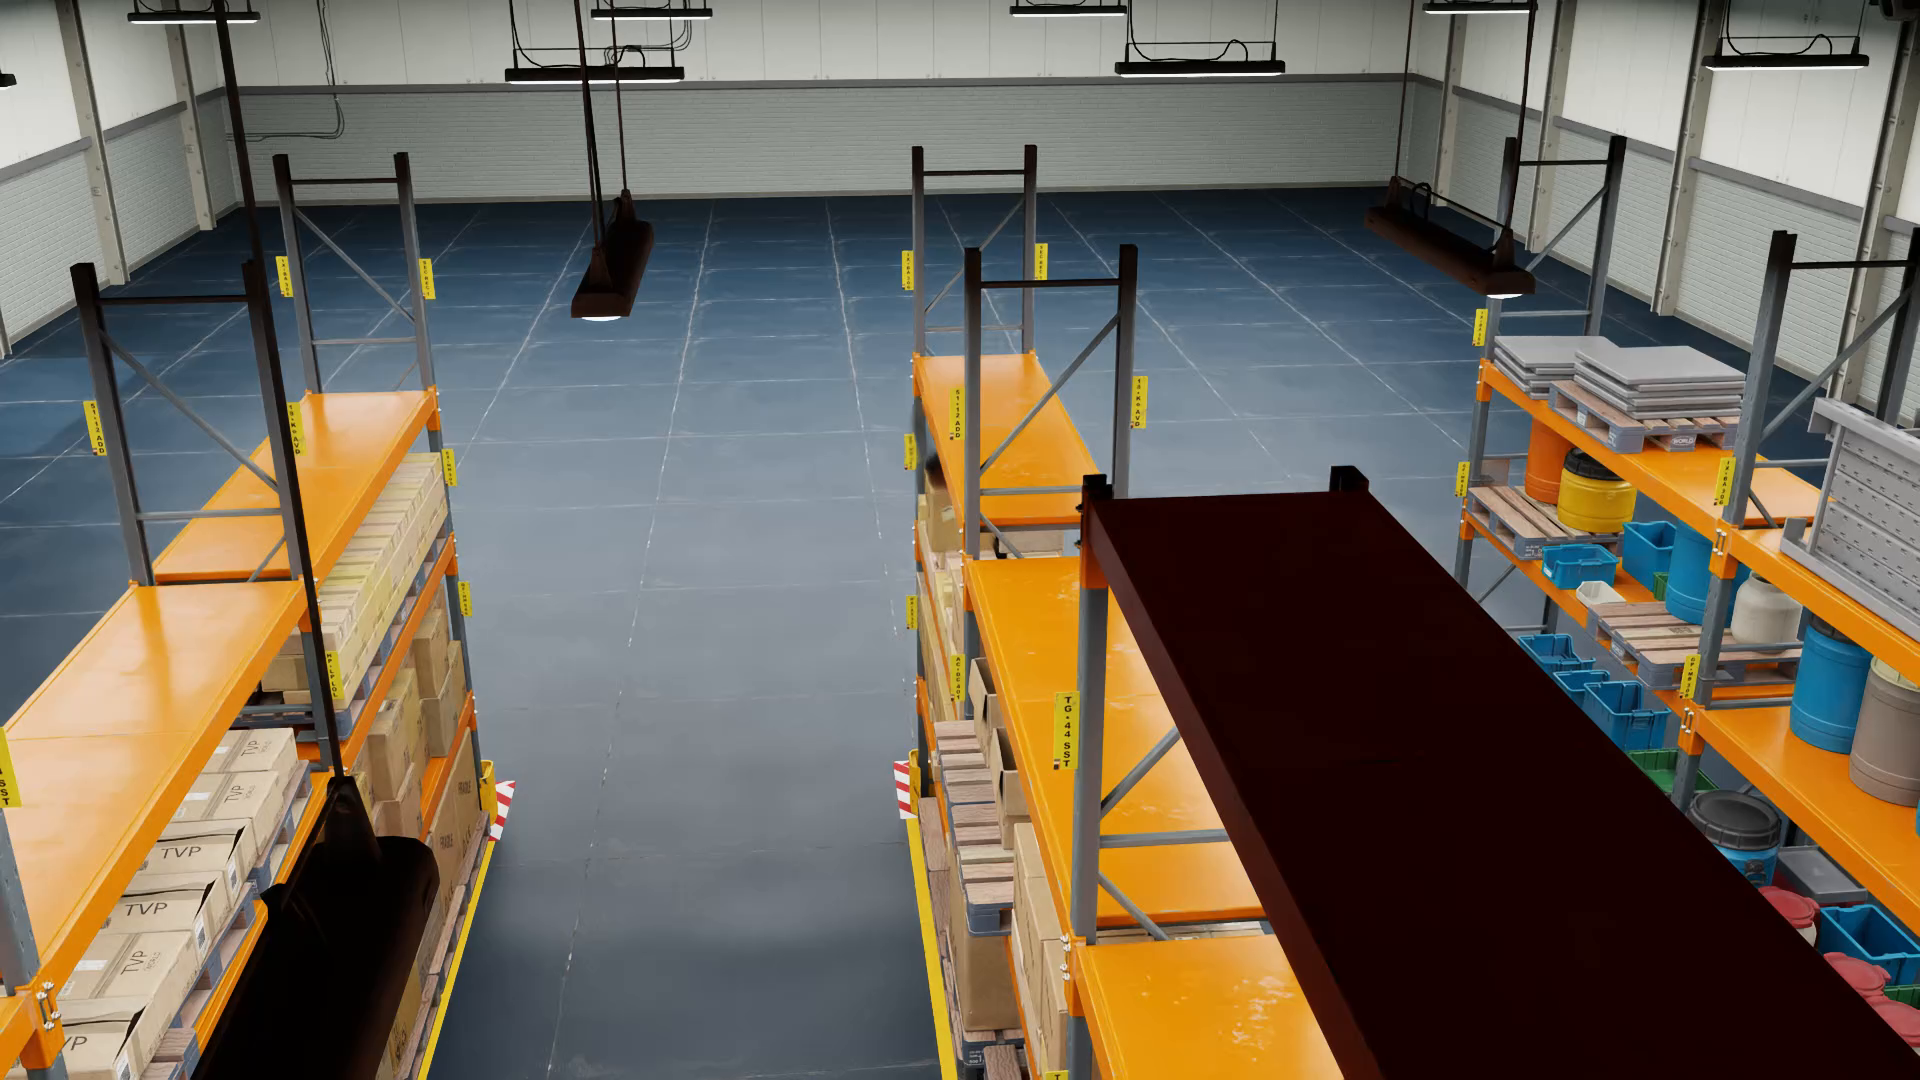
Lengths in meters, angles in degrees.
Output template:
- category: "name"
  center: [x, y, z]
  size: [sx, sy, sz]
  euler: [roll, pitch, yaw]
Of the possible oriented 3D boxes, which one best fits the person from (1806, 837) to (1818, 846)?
- category: "person"
  center: [6.994, 2.317, 13.413]
  size: [0.603, 1.763, 0.646]
  euler: [-20, 29, -40]
